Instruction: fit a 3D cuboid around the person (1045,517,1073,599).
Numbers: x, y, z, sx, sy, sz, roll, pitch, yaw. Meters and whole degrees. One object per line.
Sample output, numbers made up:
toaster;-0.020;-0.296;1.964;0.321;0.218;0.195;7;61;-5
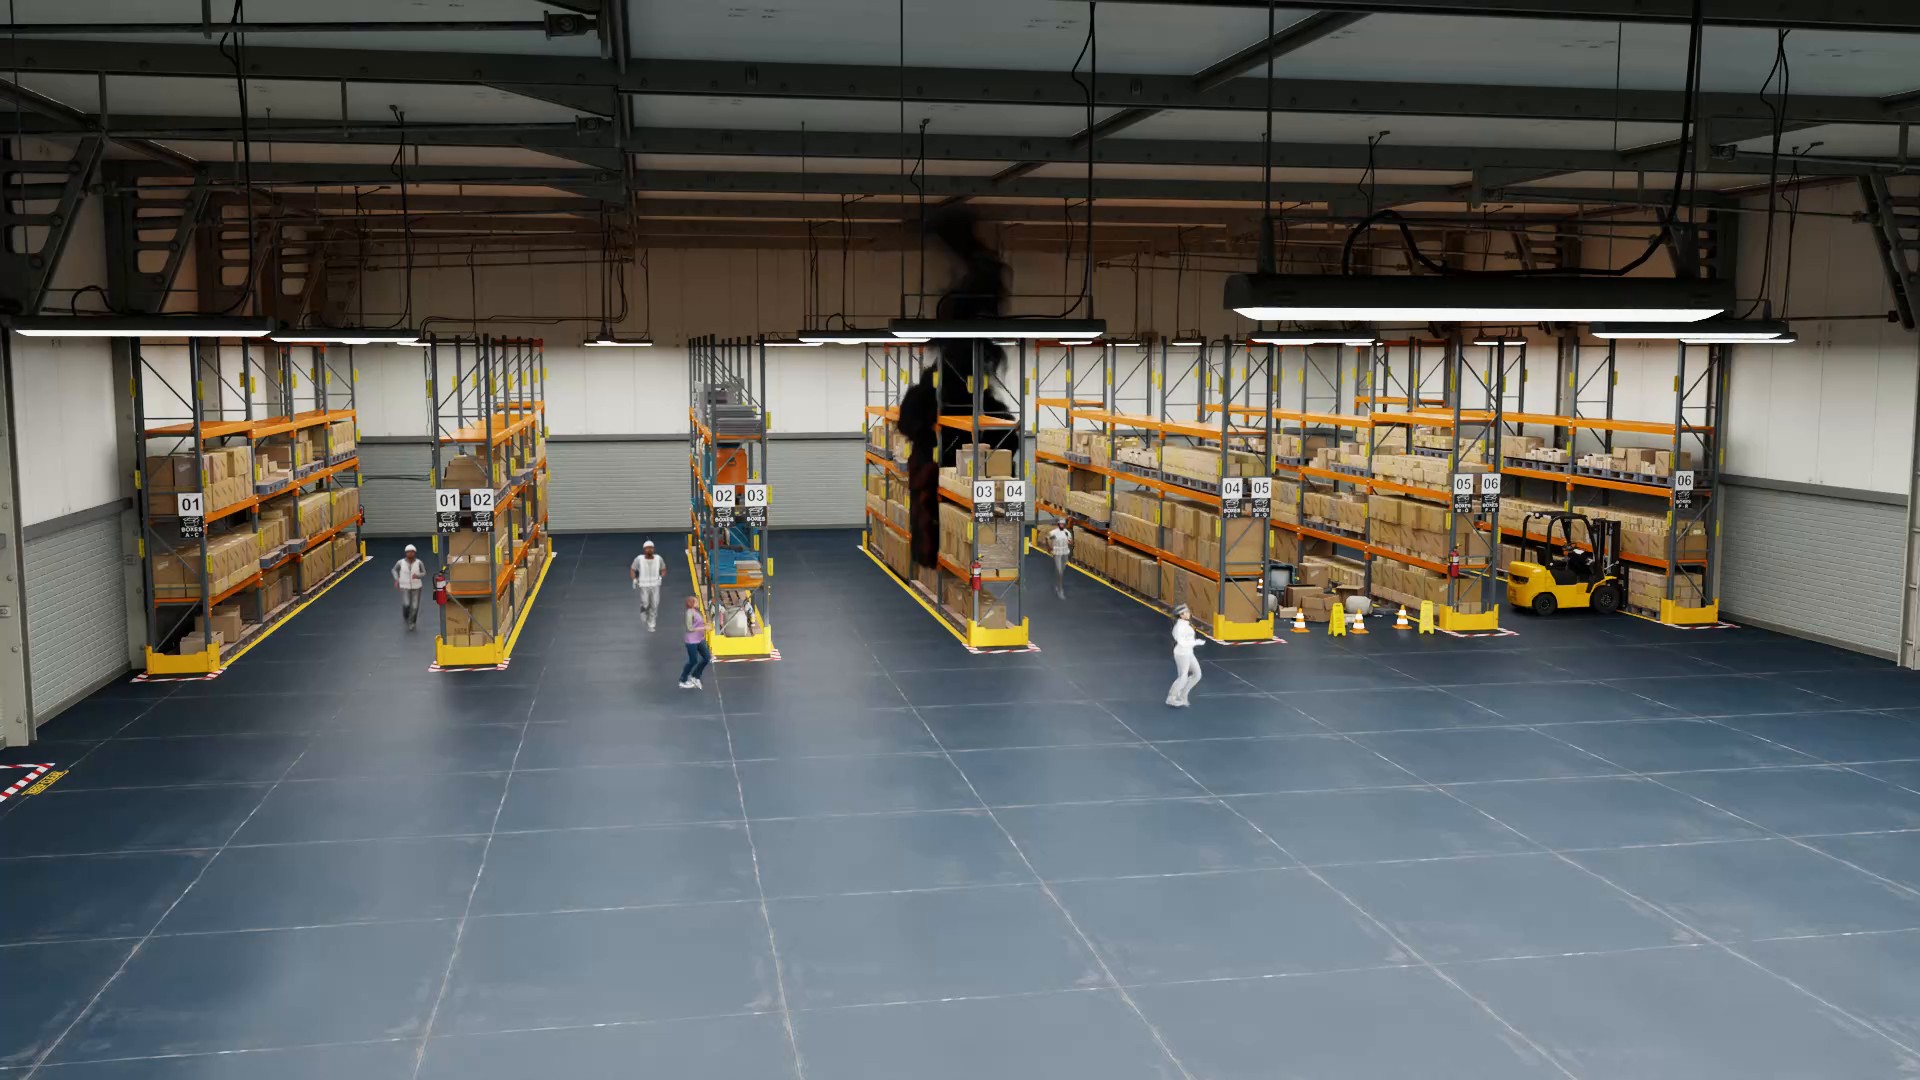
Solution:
person;2.231;0.380;36.883;0.546;1.796;0.736;-3;7;-24

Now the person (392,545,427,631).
person;-11.176;0.973;33.818;0.644;1.749;0.642;-3;7;-24

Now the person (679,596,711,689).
person;-4.446;1.732;27.998;0.625;1.604;0.515;1;7;13

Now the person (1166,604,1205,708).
person;3.618;1.856;26.564;0.629;1.700;0.595;2;7;19

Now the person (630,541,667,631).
person;-6.002;0.893;32.154;0.686;1.749;0.600;-2;7;-19
